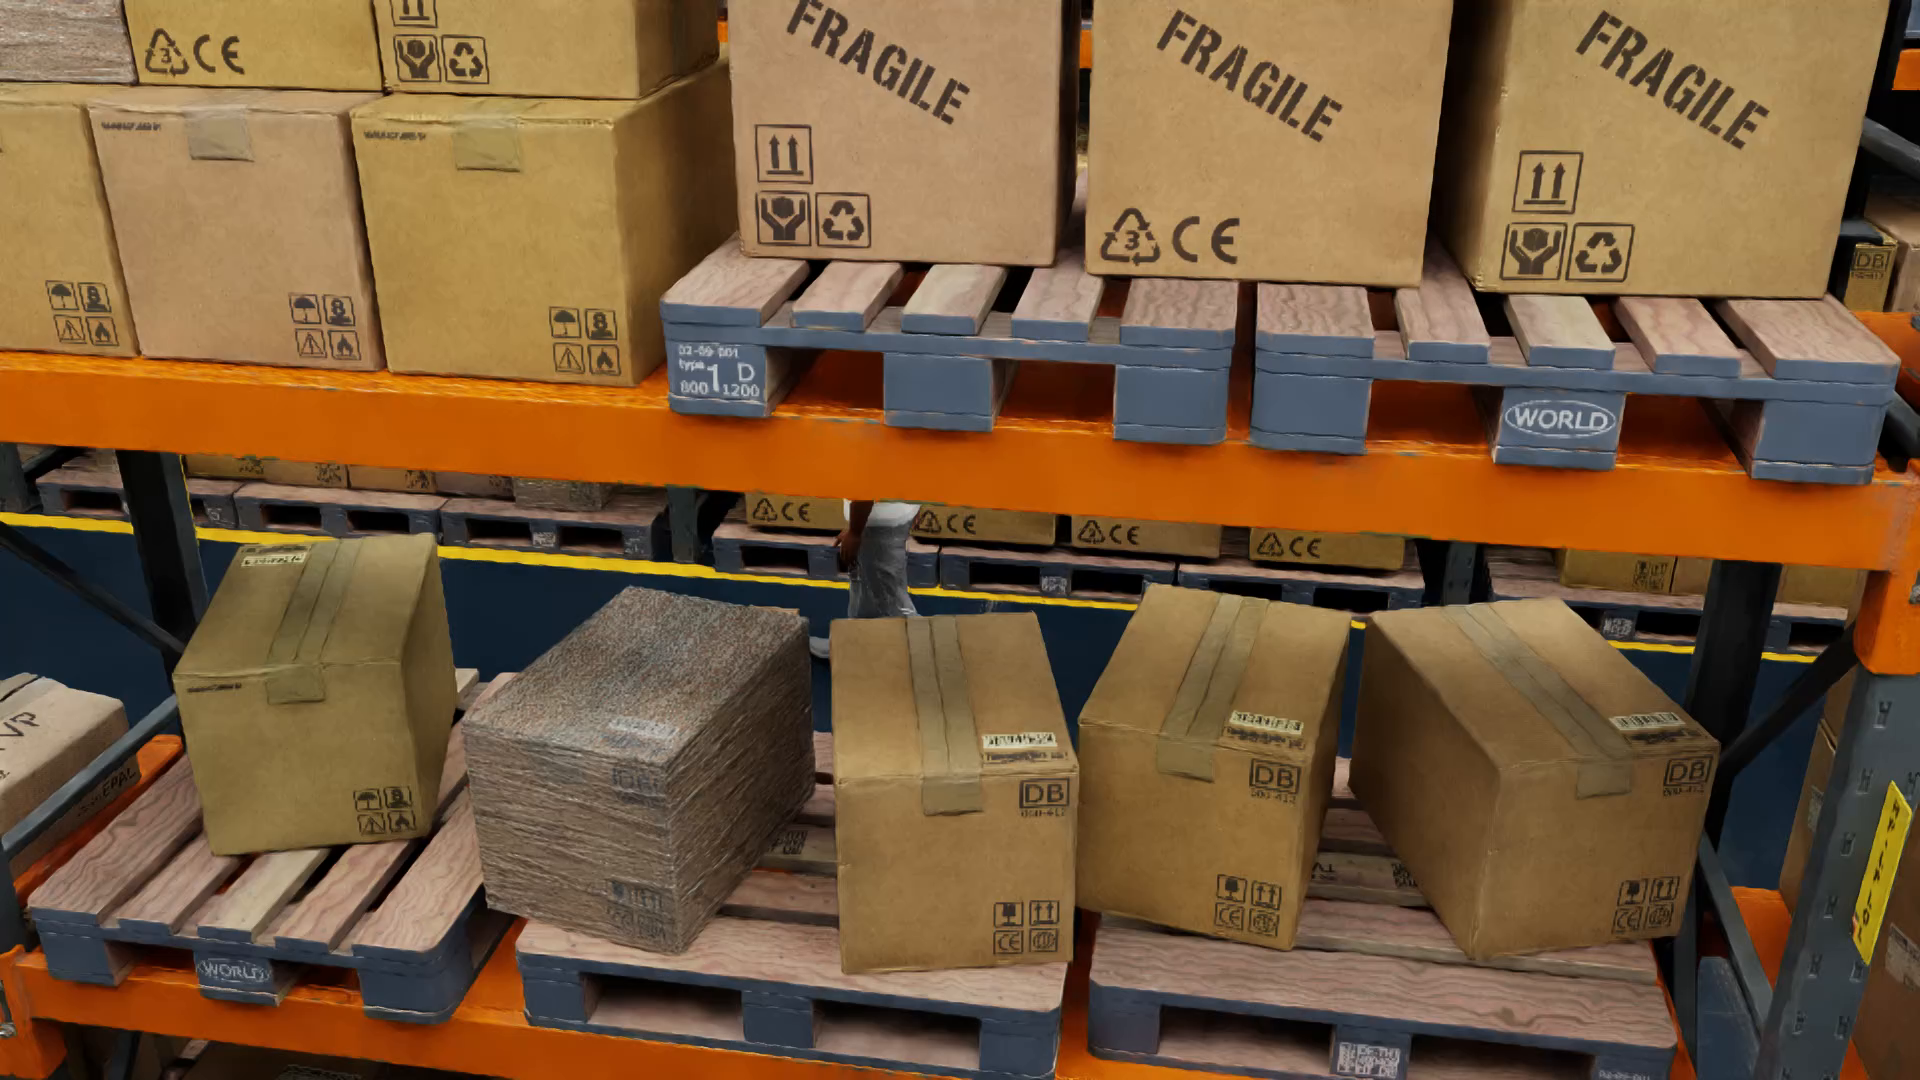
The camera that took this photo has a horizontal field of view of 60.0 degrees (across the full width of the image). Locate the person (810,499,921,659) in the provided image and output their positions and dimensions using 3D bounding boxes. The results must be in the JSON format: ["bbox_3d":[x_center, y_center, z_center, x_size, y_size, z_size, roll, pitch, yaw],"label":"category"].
[{"bbox_3d":[-0.441,-0.139,7.358,0.707,1.755,0.571,6,25,13],"label":"person"}]
